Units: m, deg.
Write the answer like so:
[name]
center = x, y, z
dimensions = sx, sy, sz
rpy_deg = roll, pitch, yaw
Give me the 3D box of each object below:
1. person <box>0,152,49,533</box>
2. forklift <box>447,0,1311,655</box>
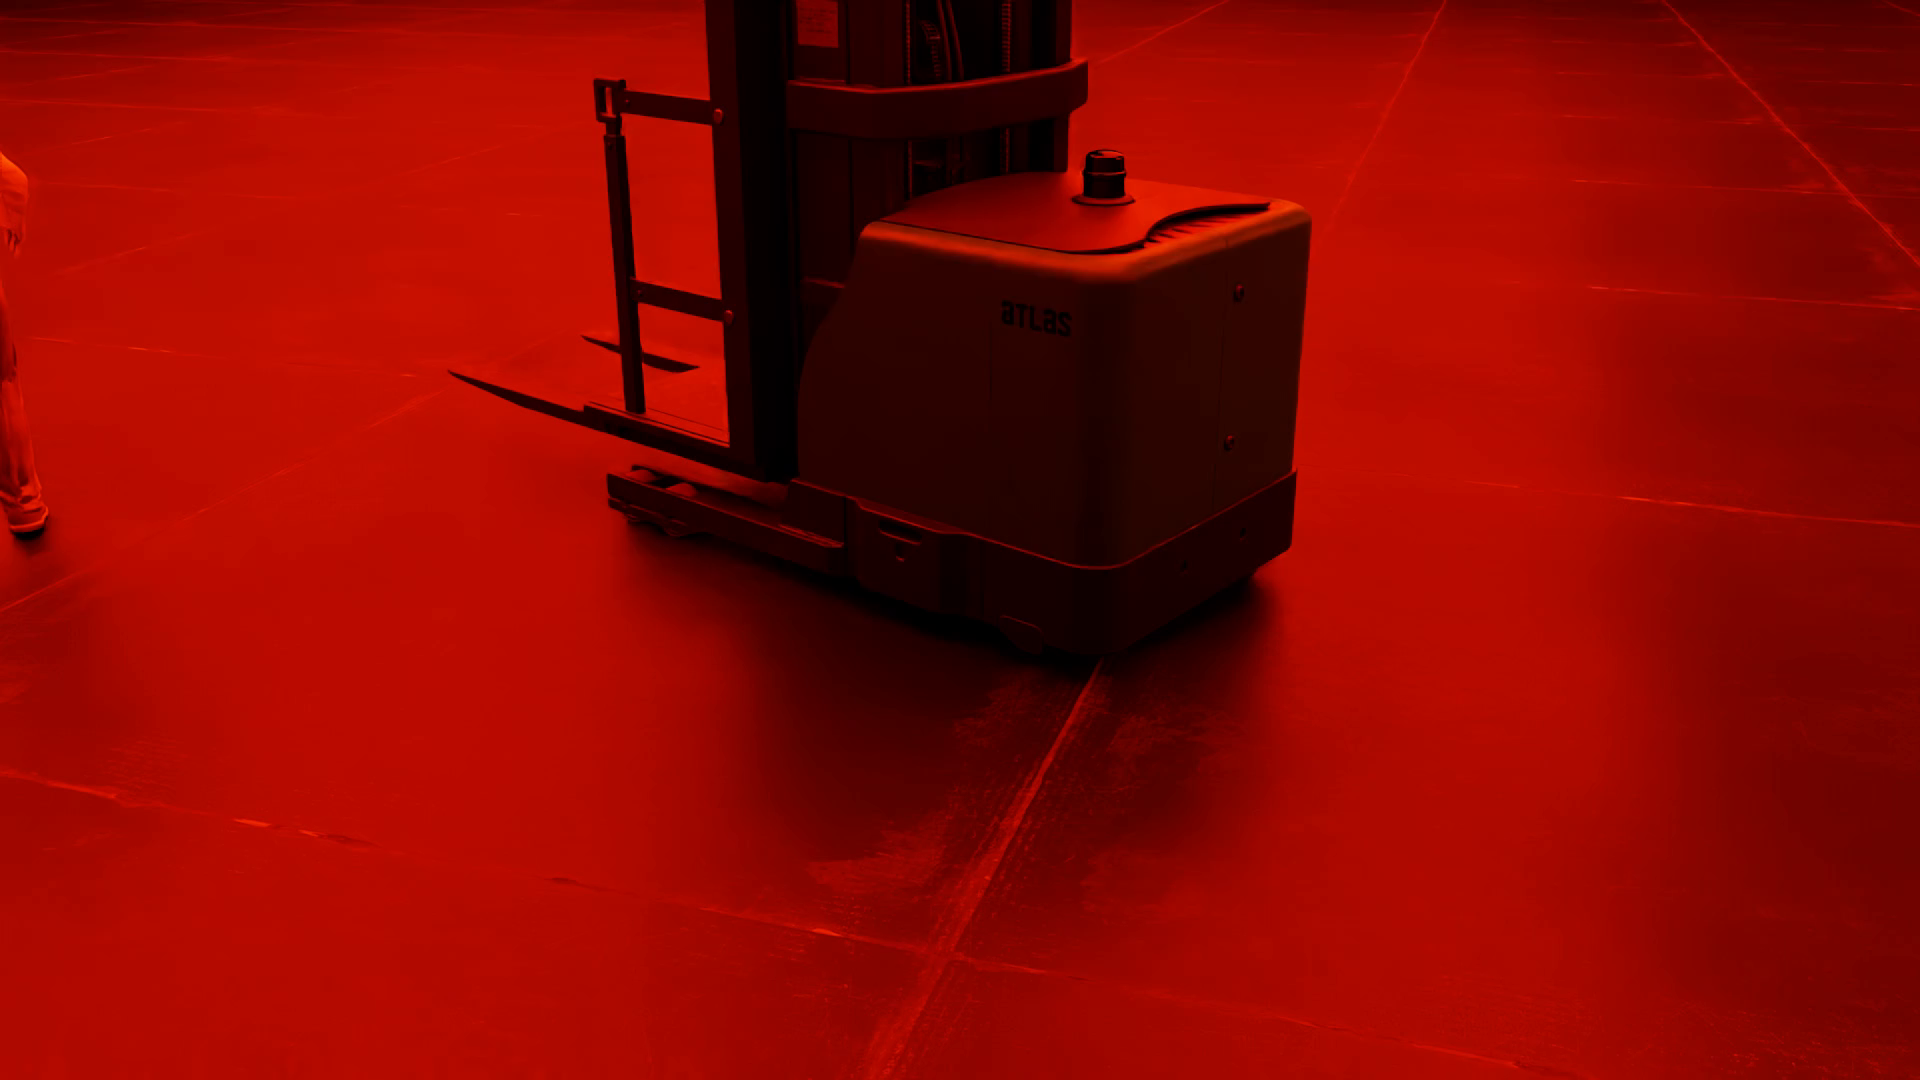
[person]
center = -3.024, -0.736, 4.799
dimensions = 0.712, 1.632, 0.483
rpy_deg = -10, 25, -23
[forklift]
center = -0.483, -1.500, 4.913
dimensions = 3.031, 2.935, 1.130
rpy_deg = 17, 28, 36
